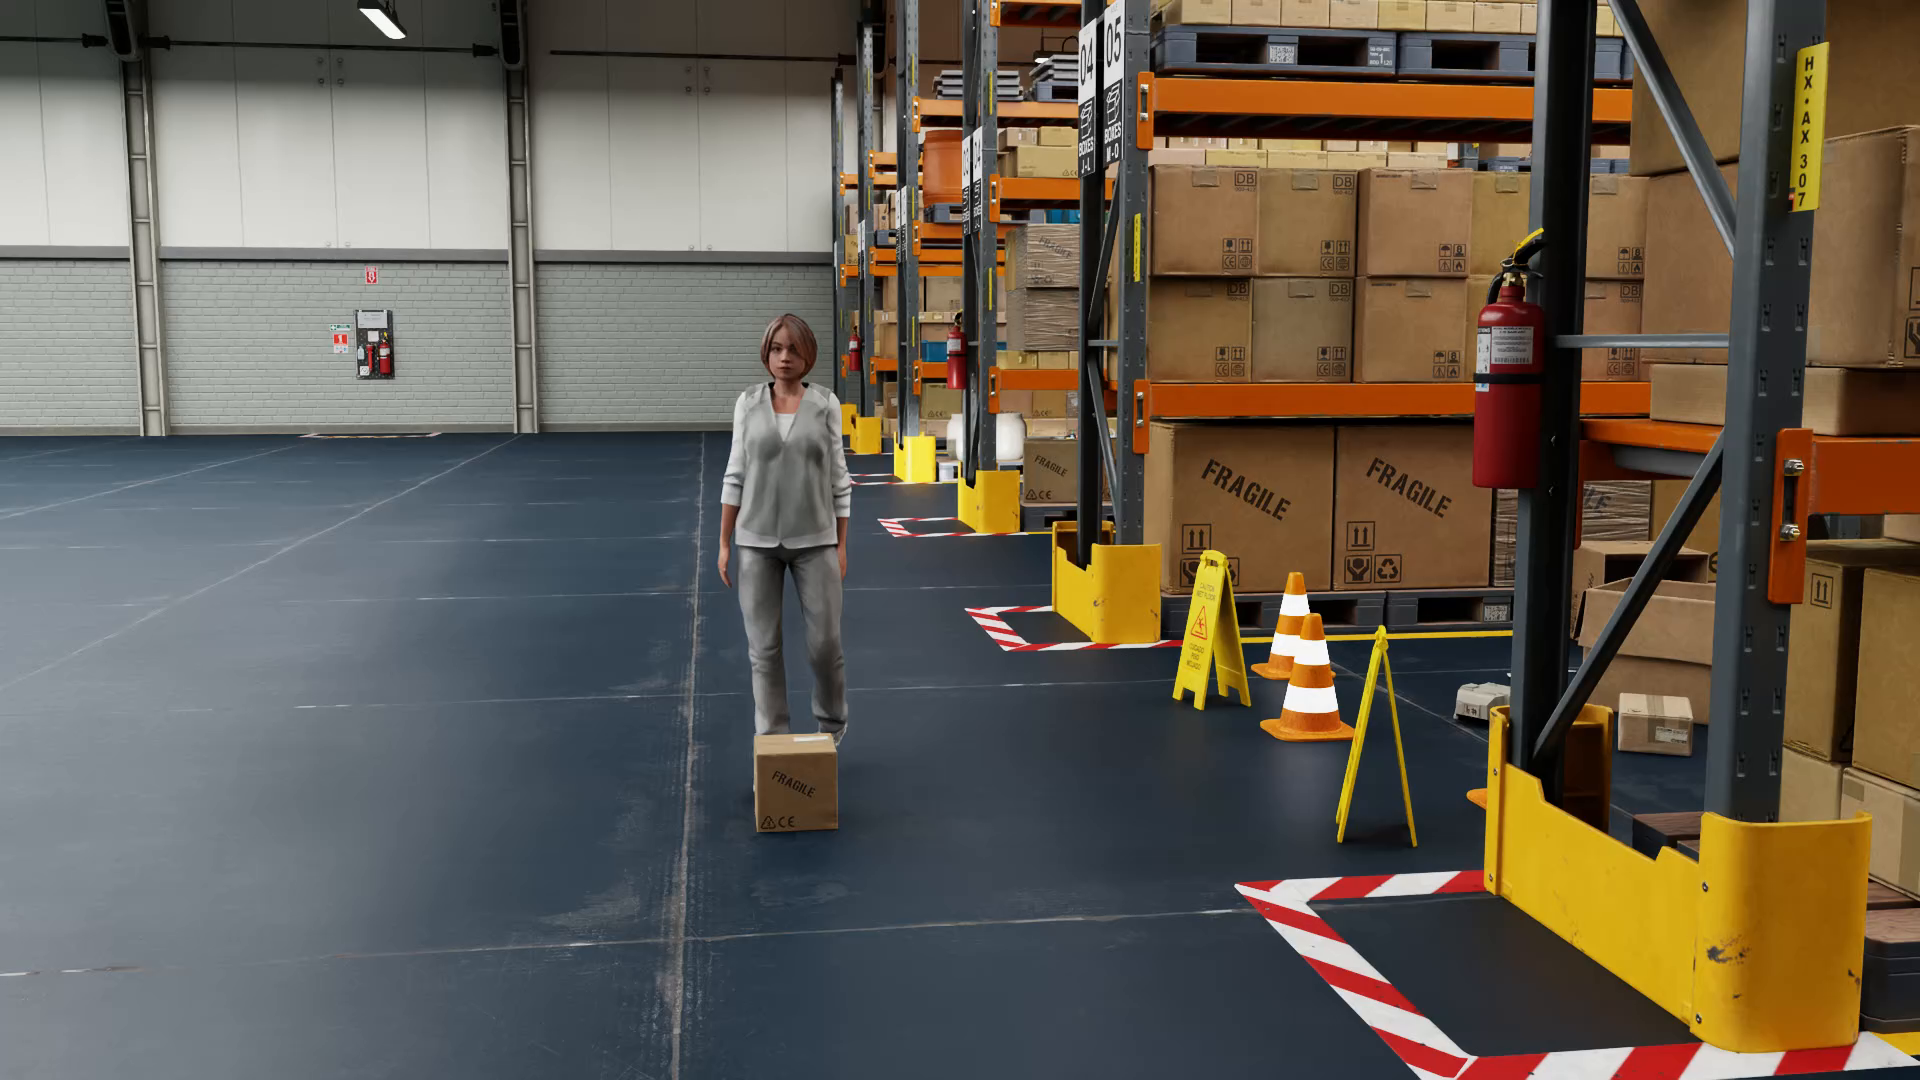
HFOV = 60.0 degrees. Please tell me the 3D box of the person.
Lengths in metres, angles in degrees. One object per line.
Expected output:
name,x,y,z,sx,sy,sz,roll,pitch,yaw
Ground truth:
person,-0.594,0.030,5.654,0.446,1.590,0.530,0,7,1
